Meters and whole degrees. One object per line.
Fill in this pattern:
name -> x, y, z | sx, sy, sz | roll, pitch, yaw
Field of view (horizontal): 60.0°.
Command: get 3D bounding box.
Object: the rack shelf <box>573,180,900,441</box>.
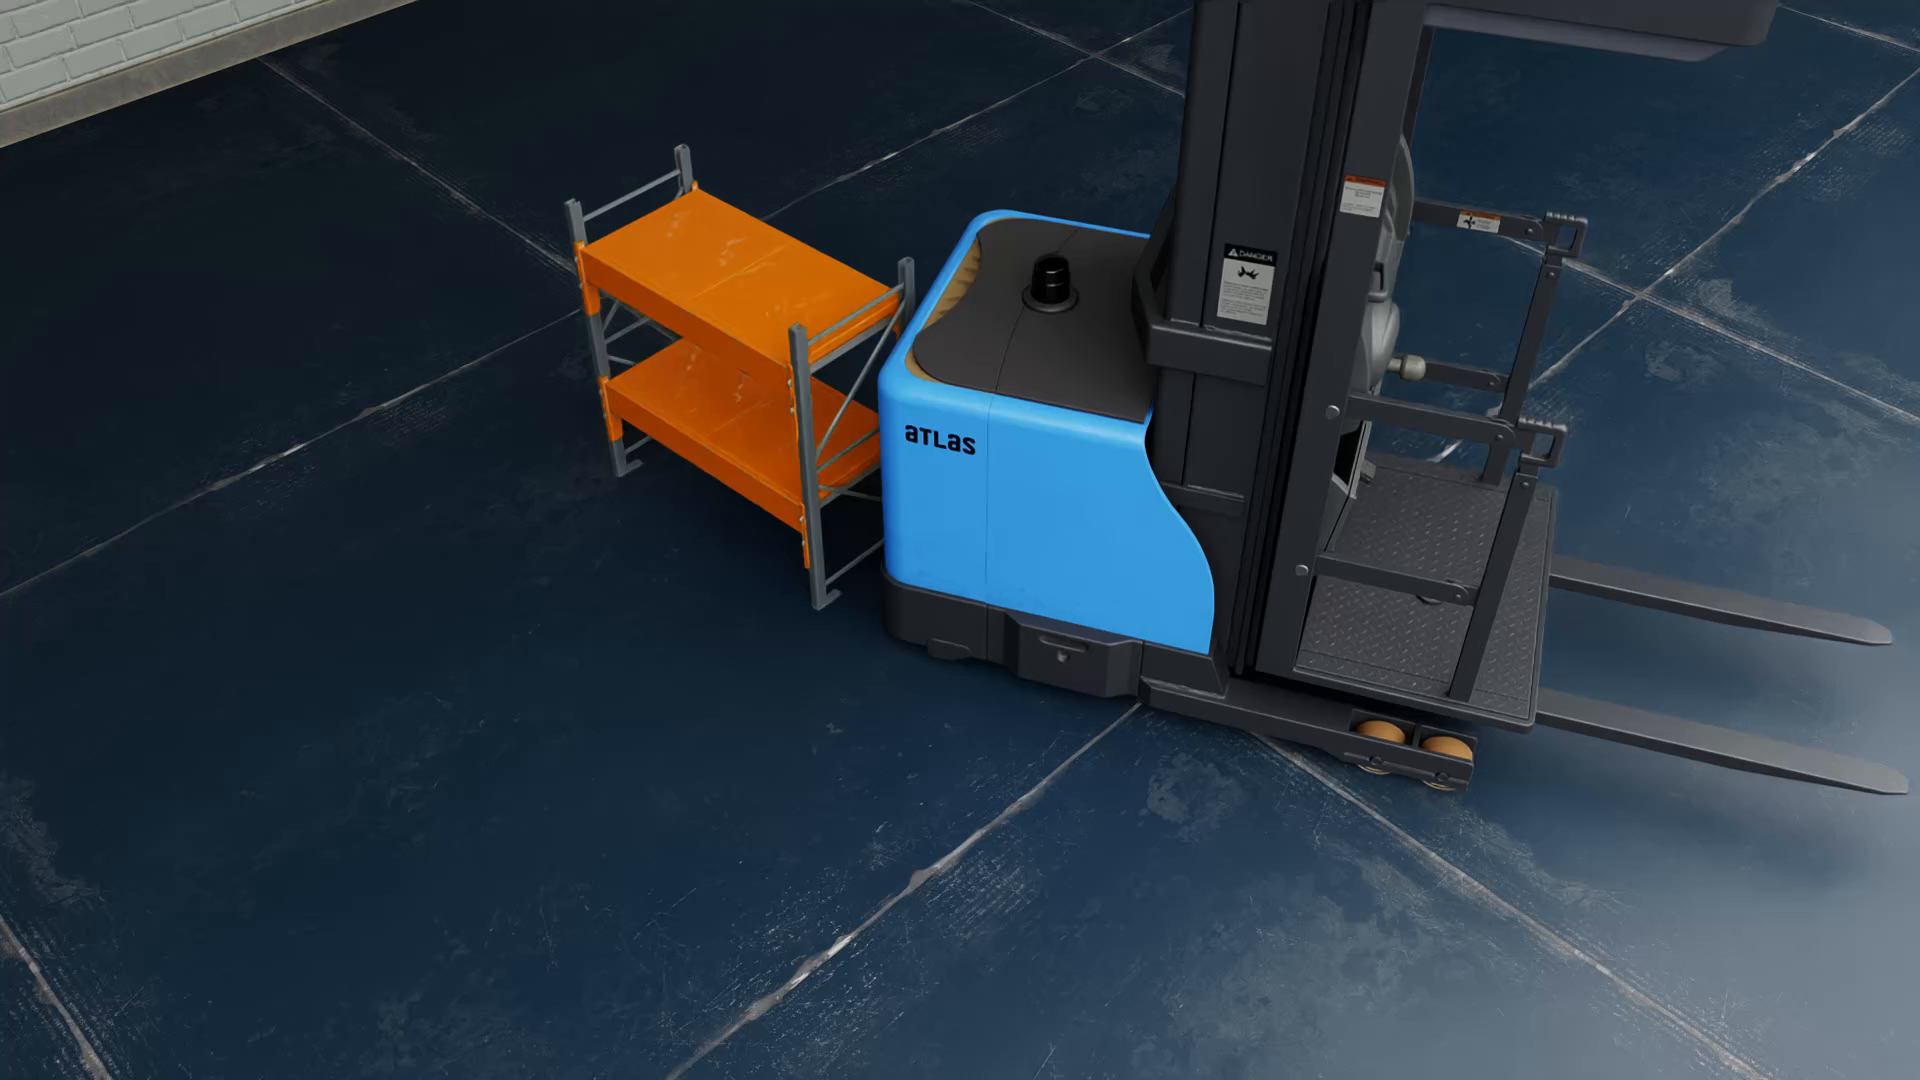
rack shelf -> -0.693, -0.755, 5.307 | 1.000, 0.278, 0.538 | 31, 51, 29

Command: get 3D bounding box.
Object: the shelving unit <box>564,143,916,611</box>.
shelving unit -> -0.693, -0.540, 5.506 | 1.048, 1.125, 0.538 | 31, 51, 29

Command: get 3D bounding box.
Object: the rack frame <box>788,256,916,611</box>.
rack frame -> -0.314, -0.311, 5.258 | 0.032, 1.125, 0.500 | 31, 51, 29

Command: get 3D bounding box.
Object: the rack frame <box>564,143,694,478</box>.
rack frame -> -1.073, -0.770, 5.754 | 0.032, 1.125, 0.500 | 31, 51, 29

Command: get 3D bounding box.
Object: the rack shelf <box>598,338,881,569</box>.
rack shelf -> -0.693, -0.361, 5.672 | 1.000, 0.278, 0.538 | 31, 51, 29

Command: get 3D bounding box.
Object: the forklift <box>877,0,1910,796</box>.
forklift -> 1.325, -0.740, 4.392 | 3.031, 2.935, 1.130 | 13, 44, 13
